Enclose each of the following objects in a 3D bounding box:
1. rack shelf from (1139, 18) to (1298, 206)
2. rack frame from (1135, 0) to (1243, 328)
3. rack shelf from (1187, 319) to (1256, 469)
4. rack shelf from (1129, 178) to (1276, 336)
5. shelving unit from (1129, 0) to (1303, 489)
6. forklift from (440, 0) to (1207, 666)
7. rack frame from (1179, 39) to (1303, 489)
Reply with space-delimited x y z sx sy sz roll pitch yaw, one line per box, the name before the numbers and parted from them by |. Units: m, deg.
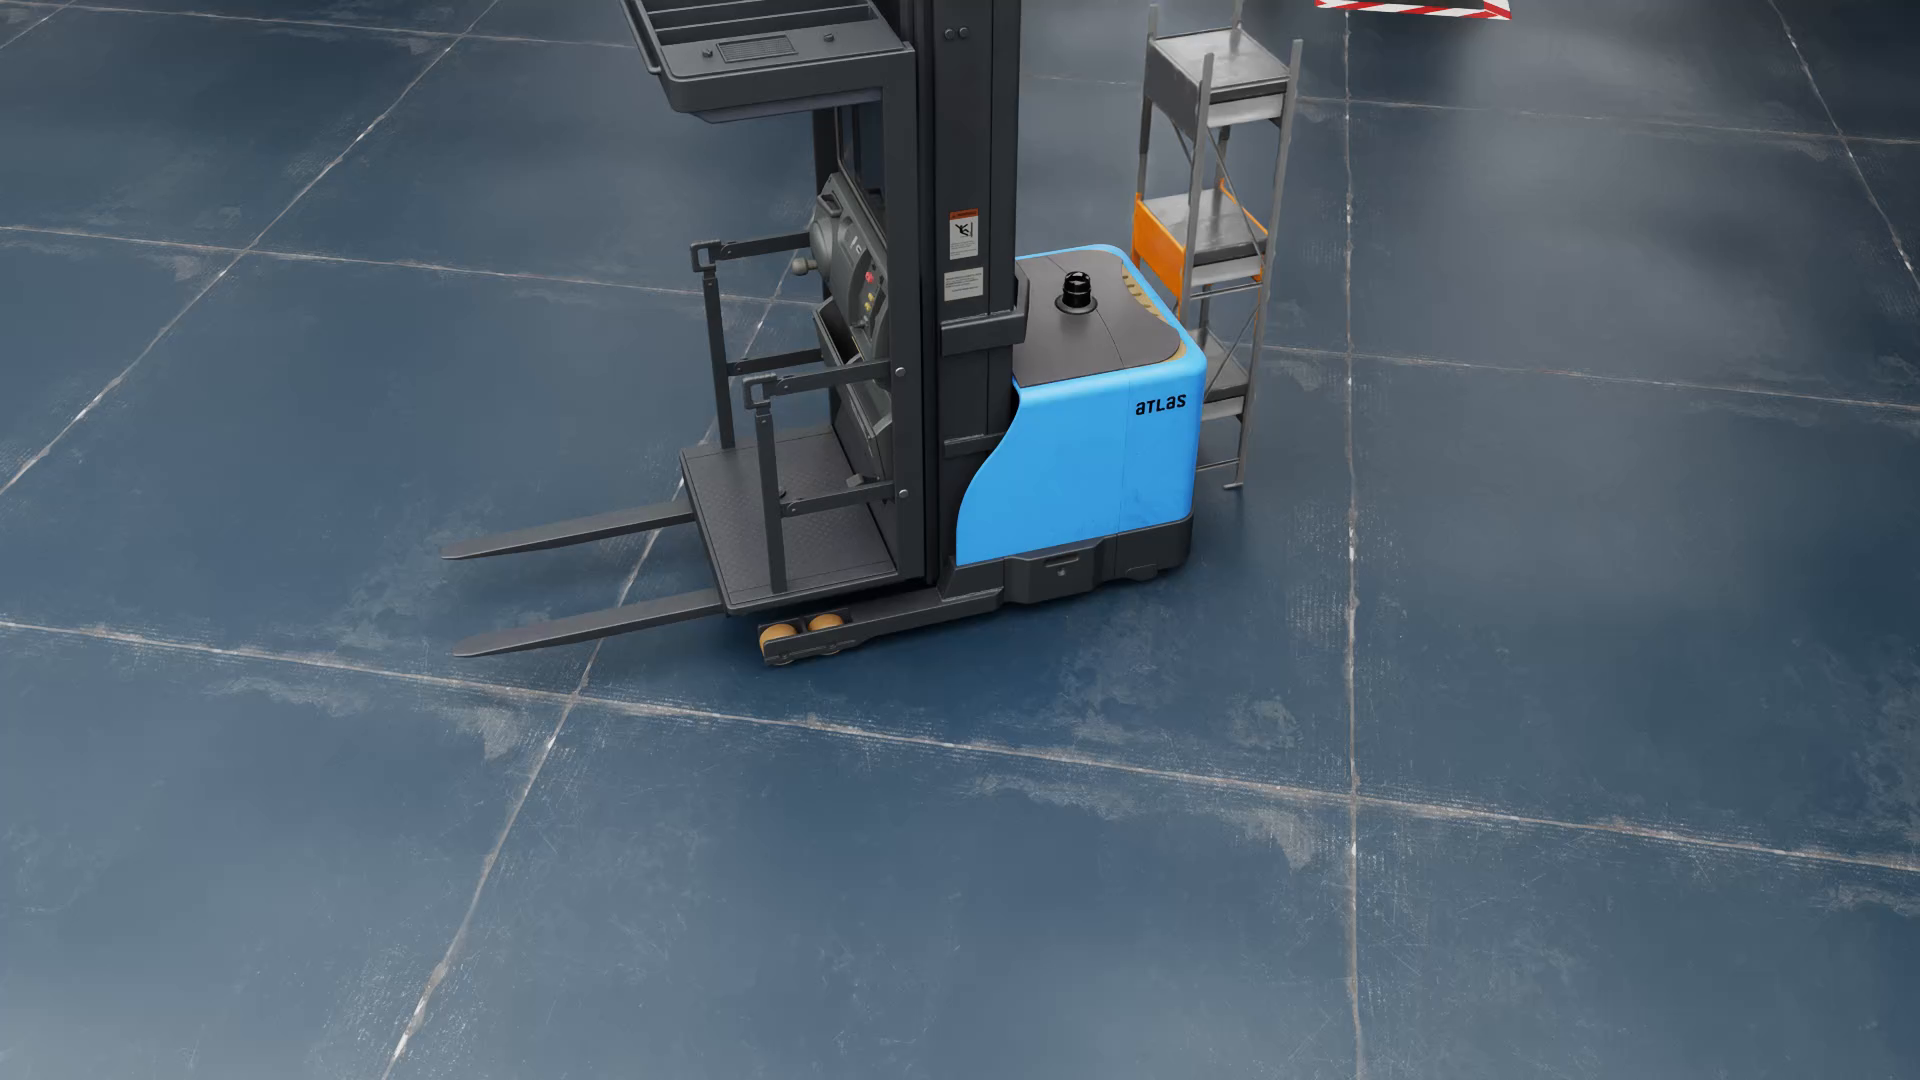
rack shelf | 1.010 -1.695 6.574 0.431 0.518 0.480 -13 41 -15
rack frame | 0.930 -1.312 7.189 0.400 2.100 0.015 -13 41 -15
rack shelf | 1.011 -0.616 7.467 0.431 0.518 0.480 -13 41 -15
rack shelf | 1.010 -1.155 7.021 0.431 0.518 0.480 -13 41 -15
shelving unit | 1.010 -1.166 7.012 0.431 2.100 0.503 -13 41 -15
forklift | -0.598 -1.008 6.169 3.031 2.935 1.130 -11 41 -14
rack frame | 1.091 -1.019 6.834 0.400 2.100 0.015 -13 41 -15
